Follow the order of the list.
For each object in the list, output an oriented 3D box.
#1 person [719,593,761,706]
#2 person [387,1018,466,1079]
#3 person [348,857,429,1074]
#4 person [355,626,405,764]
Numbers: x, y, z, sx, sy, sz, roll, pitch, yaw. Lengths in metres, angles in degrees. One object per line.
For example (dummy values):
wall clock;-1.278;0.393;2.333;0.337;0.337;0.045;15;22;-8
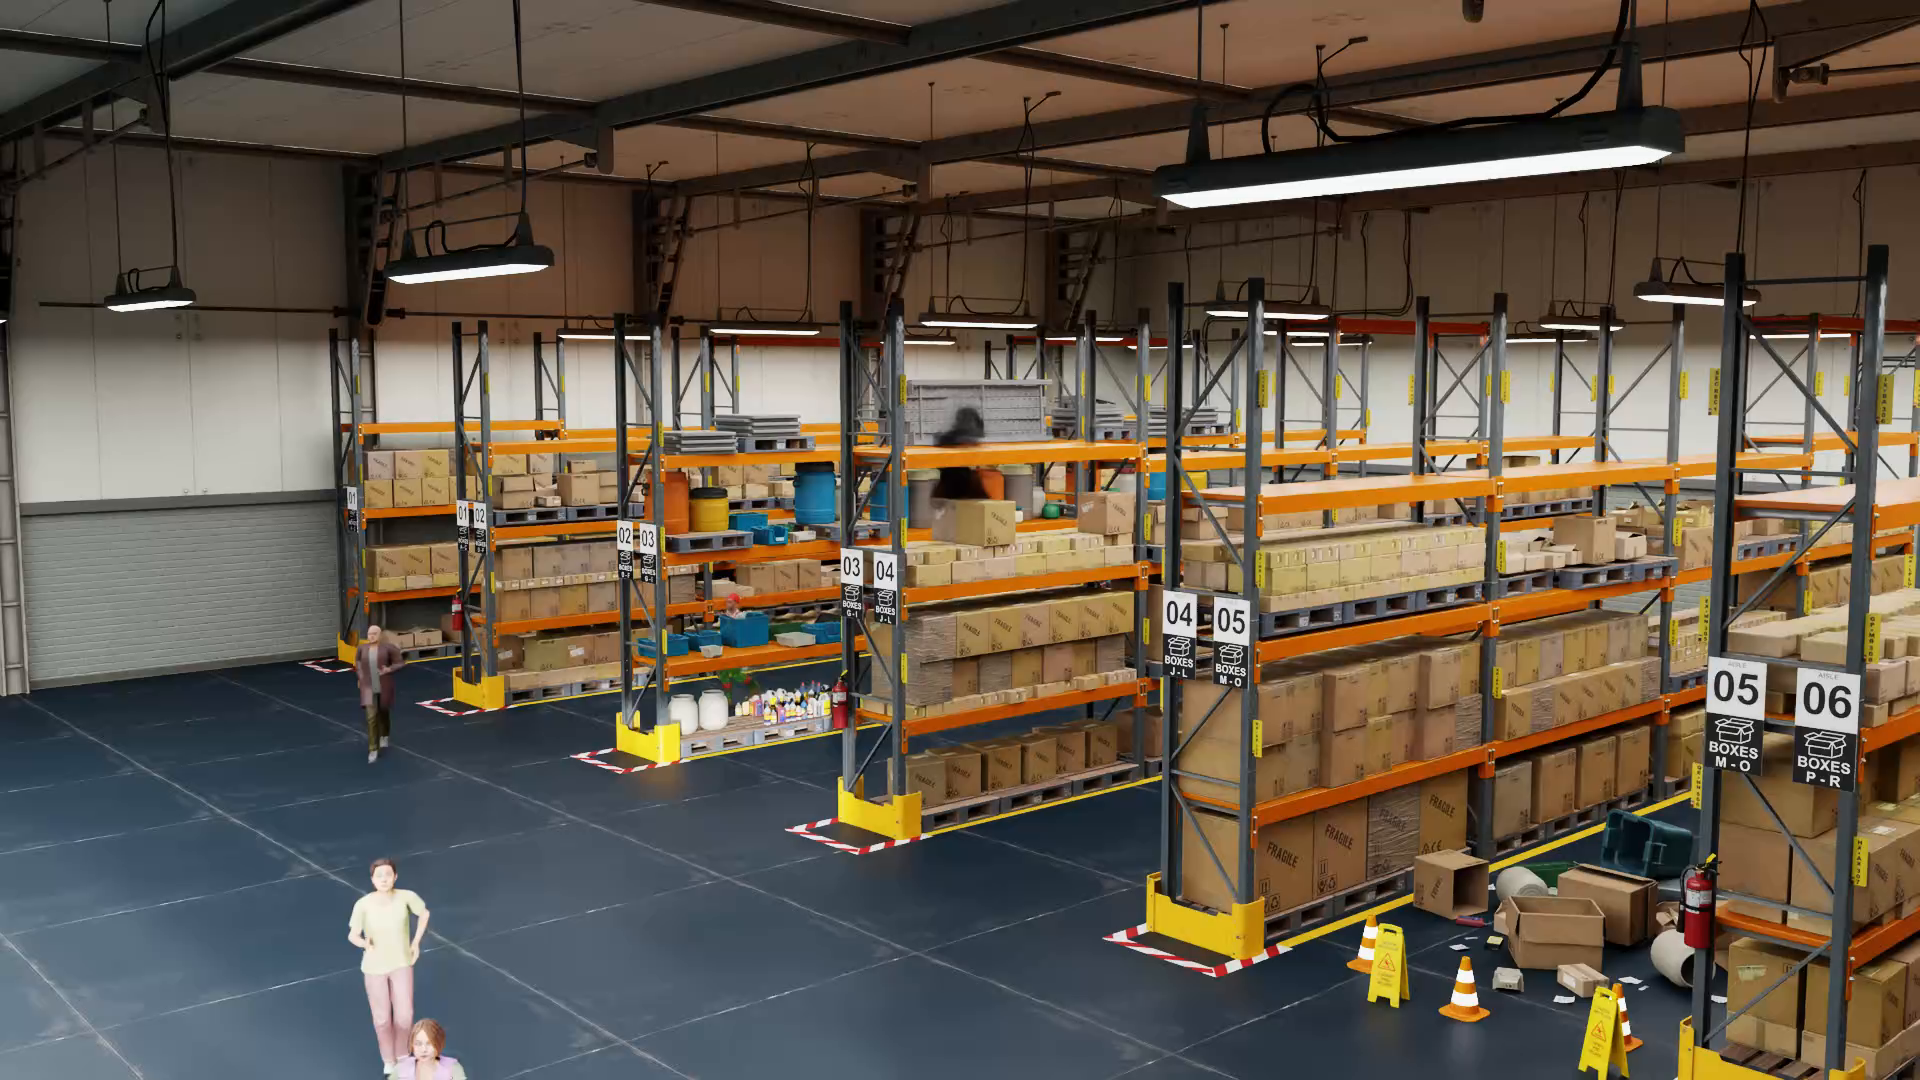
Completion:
person;-3.521;1.709;26.046;0.803;1.777;0.663;-6;8;-44
person;-2.954;3.457;9.244;0.518;1.602;0.785;-1;6;-13
person;-4.158;3.144;12.126;0.562;1.656;0.595;-2;6;-17
person;-7.880;2.048;22.583;0.687;1.802;0.988;-1;6;-11
